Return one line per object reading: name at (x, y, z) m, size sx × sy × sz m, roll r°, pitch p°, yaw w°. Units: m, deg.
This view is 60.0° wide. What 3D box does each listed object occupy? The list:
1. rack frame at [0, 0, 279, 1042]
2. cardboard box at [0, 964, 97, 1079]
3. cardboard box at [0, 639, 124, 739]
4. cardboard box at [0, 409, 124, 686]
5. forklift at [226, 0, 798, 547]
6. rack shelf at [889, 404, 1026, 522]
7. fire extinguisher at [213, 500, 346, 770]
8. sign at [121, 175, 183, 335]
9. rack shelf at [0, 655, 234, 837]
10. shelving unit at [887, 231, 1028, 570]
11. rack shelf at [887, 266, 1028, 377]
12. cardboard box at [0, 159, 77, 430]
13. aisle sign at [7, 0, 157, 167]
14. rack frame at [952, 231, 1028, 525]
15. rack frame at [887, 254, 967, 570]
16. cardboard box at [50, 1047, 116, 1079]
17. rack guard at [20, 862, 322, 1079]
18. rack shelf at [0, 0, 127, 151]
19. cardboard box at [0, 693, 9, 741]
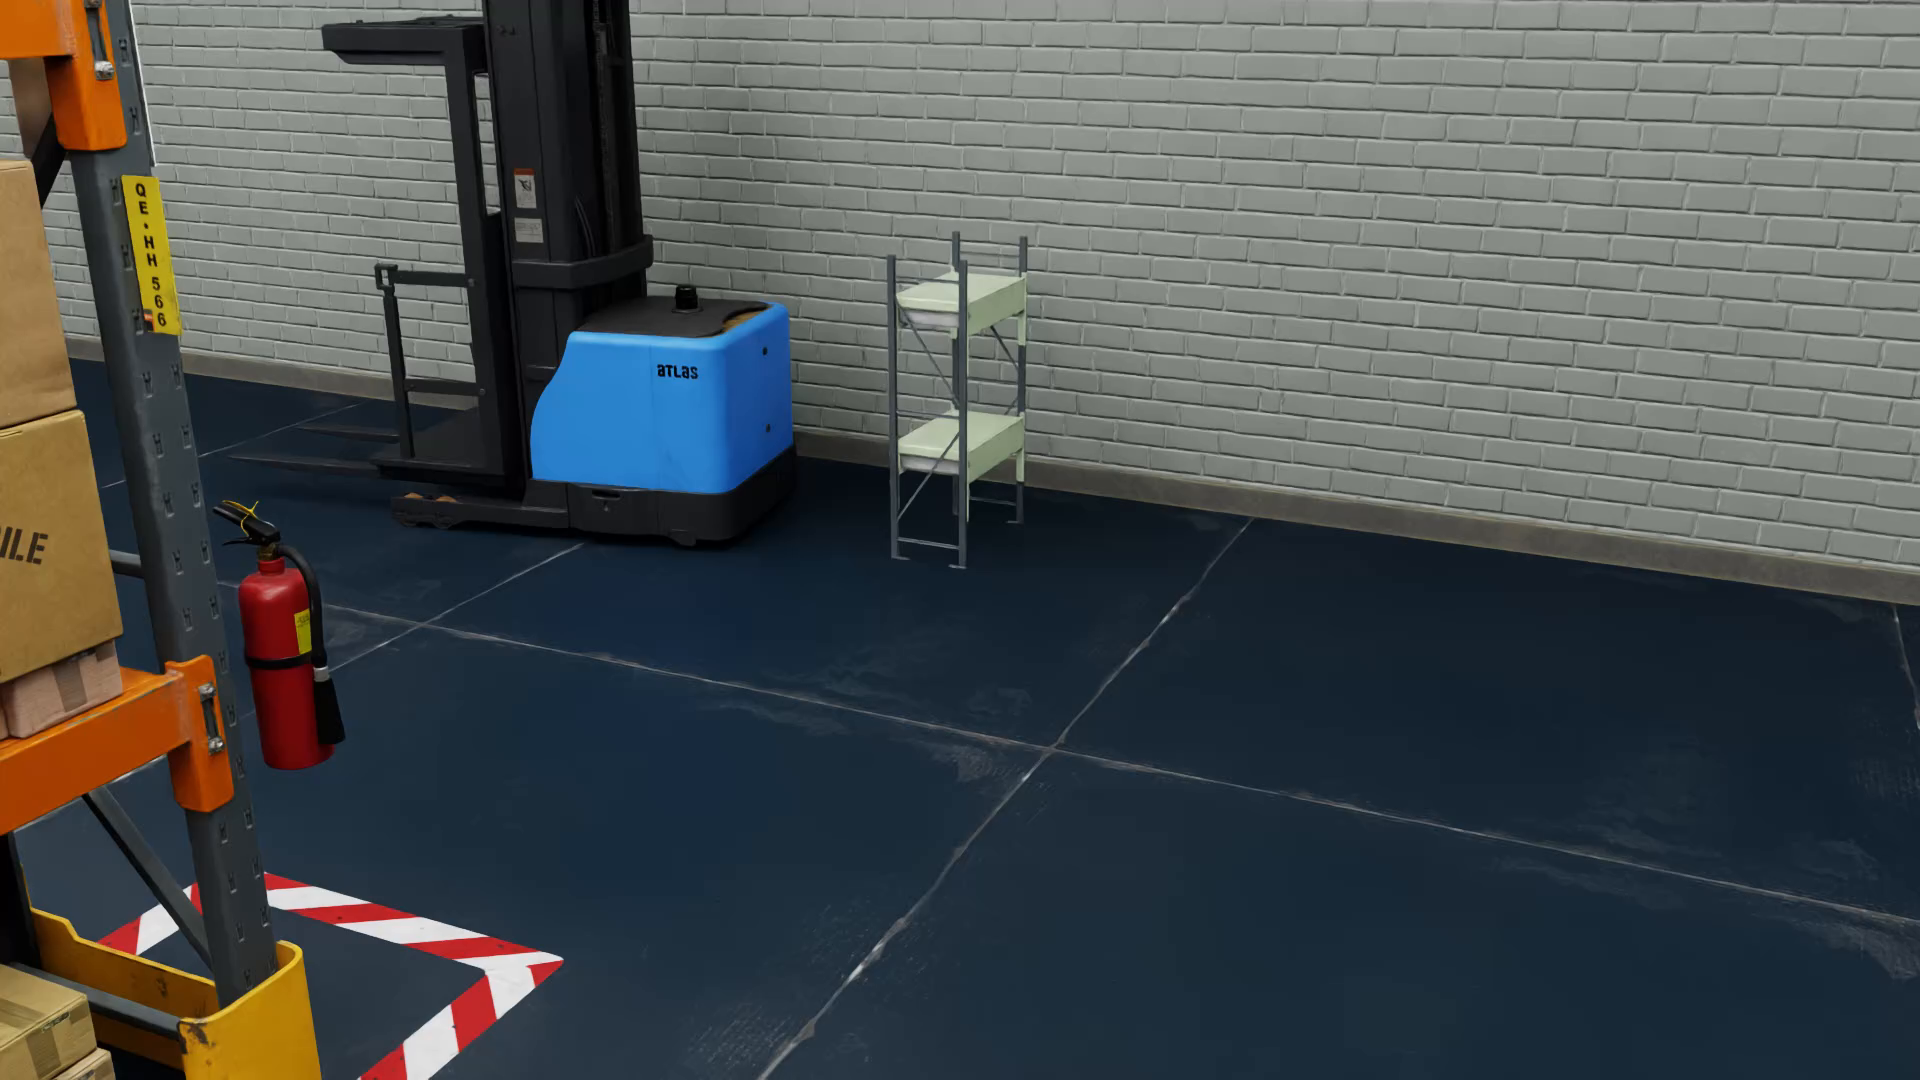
rack frame at (-2.173, 0.023, 3.927) m, size 1.000 × 3.000 × 0.127 m, roll 9°, pitch 21°, yaw 23°
cardboard box at (-2.158, 1.085, 3.682) m, size 0.380 × 0.149 × 0.250 m, roll 9°, pitch 21°, yaw 23°
cardboard box at (-2.048, 0.280, 3.580) m, size 0.380 × 0.149 × 0.250 m, roll 9°, pitch 21°, yaw 23°
cardboard box at (-2.122, 0.009, 3.375) m, size 0.500 × 0.500 × 0.500 m, roll 9°, pitch 21°, yaw 24°
forklift at (-2.465, -1.604, 8.603) m, size 3.031 × 2.935 × 1.130 m, roll 5°, pitch 20°, yaw 14°
rack shelf at (-0.003, -0.397, 8.321) m, size 0.431 × 0.370 × 0.720 m, roll 9°, pitch 21°, yaw 23°
fire extinguisher at (-1.649, 0.222, 4.041) m, size 0.296 × 0.674 × 0.183 m, roll 9°, pitch 21°, yaw 23°
sign at (-1.675, -0.589, 3.448) m, size 0.100 × 0.325 × 0.005 m, roll 9°, pitch 21°, yaw 23°
rack shelf at (-2.992, 0.974, 2.328) m, size 1.077 × 0.370 × 4.000 m, roll 9°, pitch 21°, yaw 23°
shelving unit at (-0.003, -0.705, 8.212) m, size 0.431 × 1.500 × 0.755 m, roll 9°, pitch 21°, yaw 23°
rack shelf at (-0.003, -1.072, 8.081) m, size 0.431 × 0.370 × 0.720 m, roll 9°, pitch 21°, yaw 23°
cardboard box at (-2.133, -0.461, 3.203) m, size 0.500 × 0.500 × 0.500 m, roll 8°, pitch 21°, yaw 22°
aisle sign at (-1.869, -1.183, 3.438) m, size 0.394 × 0.787 × 0.004 m, roll 9°, pitch 21°, yaw 23°
rack frame at (0.147, -0.816, 8.526) m, size 0.400 × 1.500 × 0.023 m, roll 9°, pitch 21°, yaw 23°
rack frame at (-0.153, -0.593, 7.897) m, size 0.400 × 1.500 × 0.023 m, roll 9°, pitch 21°, yaw 23°
cardboard box at (-2.129, 1.229, 3.720) m, size 0.380 × 0.149 × 0.250 m, roll 8°, pitch 21°, yaw 21°
rack guard at (-2.204, 1.224, 4.280) m, size 1.175 × 0.500 × 0.348 m, roll 9°, pitch 21°, yaw 23°
rack shelf at (-2.992, -0.440, 1.826) m, size 1.077 × 0.370 × 4.000 m, roll 9°, pitch 21°, yaw 23°
cardboard box at (-2.185, 0.351, 3.380) m, size 0.380 × 0.149 × 0.250 m, roll 9°, pitch 21°, yaw 23°
